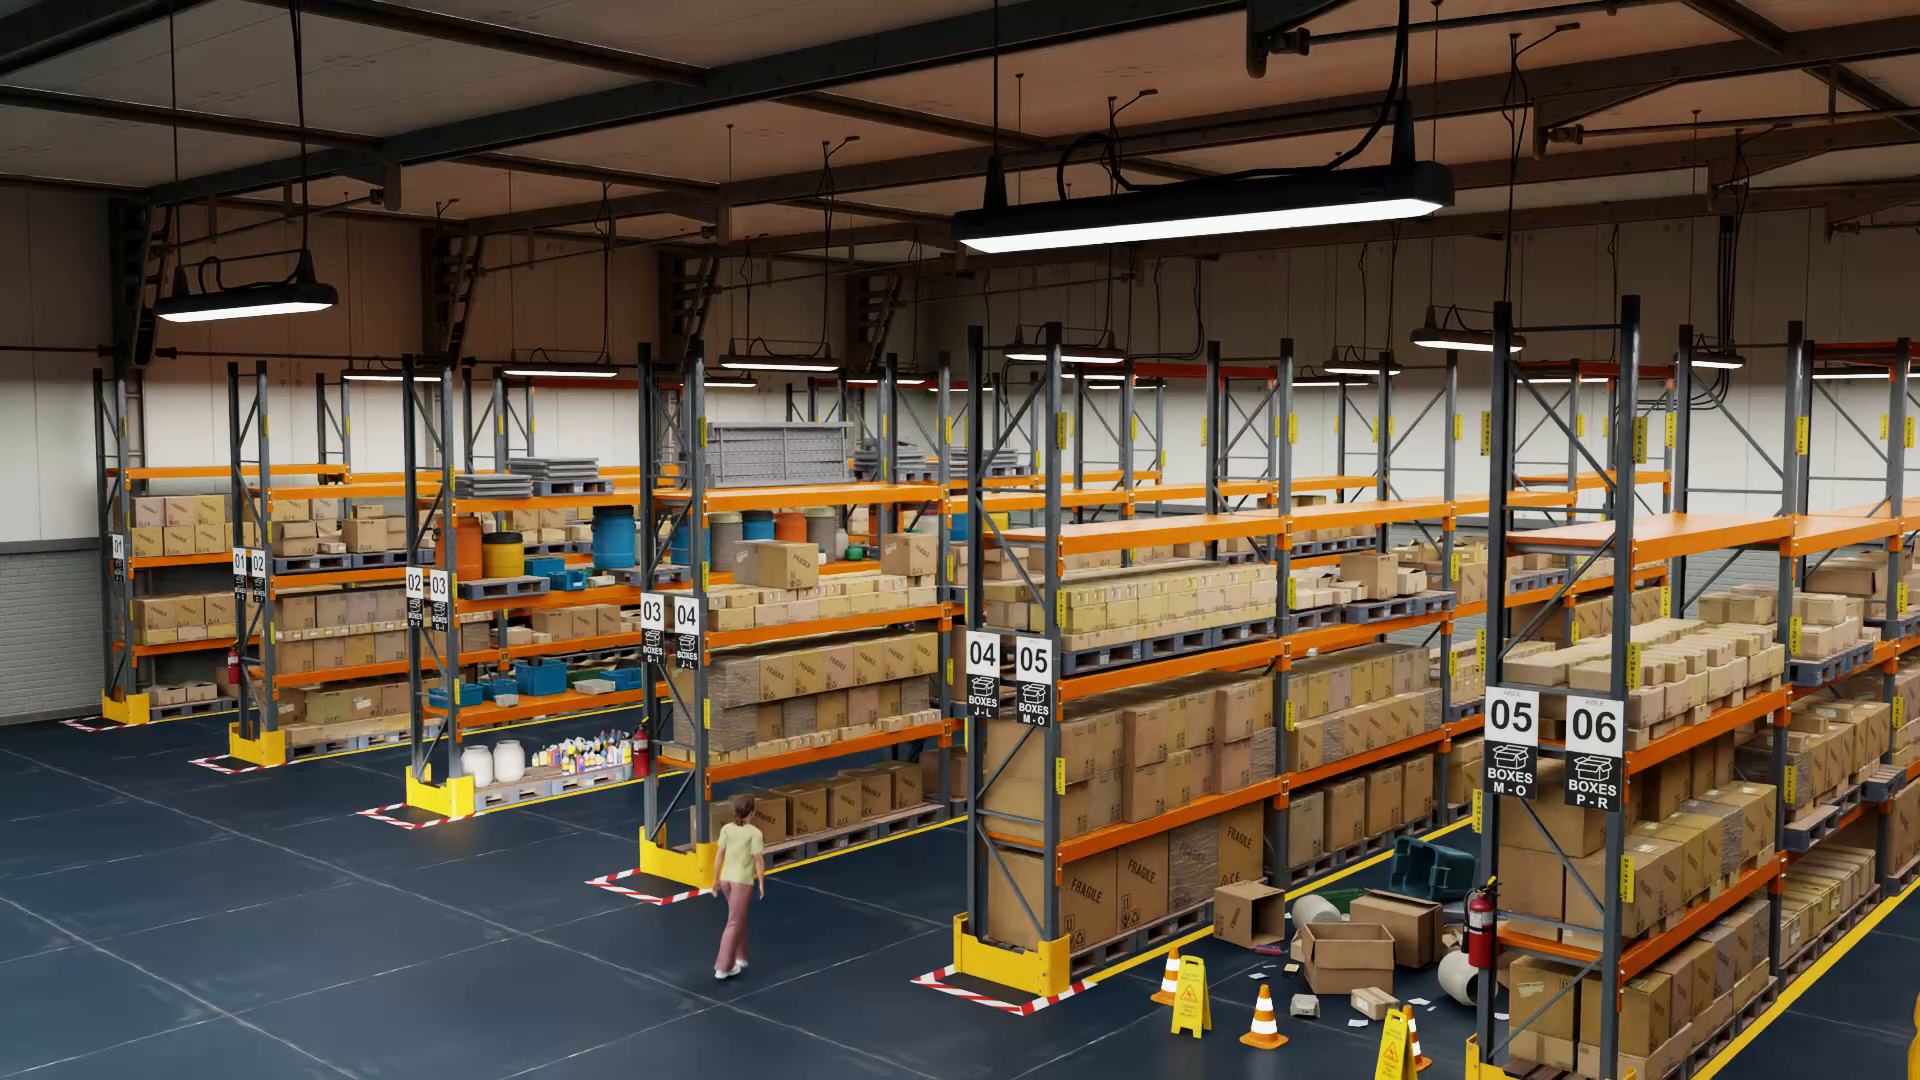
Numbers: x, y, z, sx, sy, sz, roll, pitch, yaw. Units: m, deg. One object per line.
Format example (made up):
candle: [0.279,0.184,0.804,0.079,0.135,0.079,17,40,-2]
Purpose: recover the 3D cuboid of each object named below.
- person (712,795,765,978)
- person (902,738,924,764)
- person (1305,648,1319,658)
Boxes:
person: [-2.038,3.227,15.397,0.459,1.715,0.595,3,5,35]
person: [-0.599,2.687,23.583,0.513,1.500,0.752,4,6,41]
person: [5.364,2.464,25.389,0.926,1.619,0.537,-4,6,-41]
